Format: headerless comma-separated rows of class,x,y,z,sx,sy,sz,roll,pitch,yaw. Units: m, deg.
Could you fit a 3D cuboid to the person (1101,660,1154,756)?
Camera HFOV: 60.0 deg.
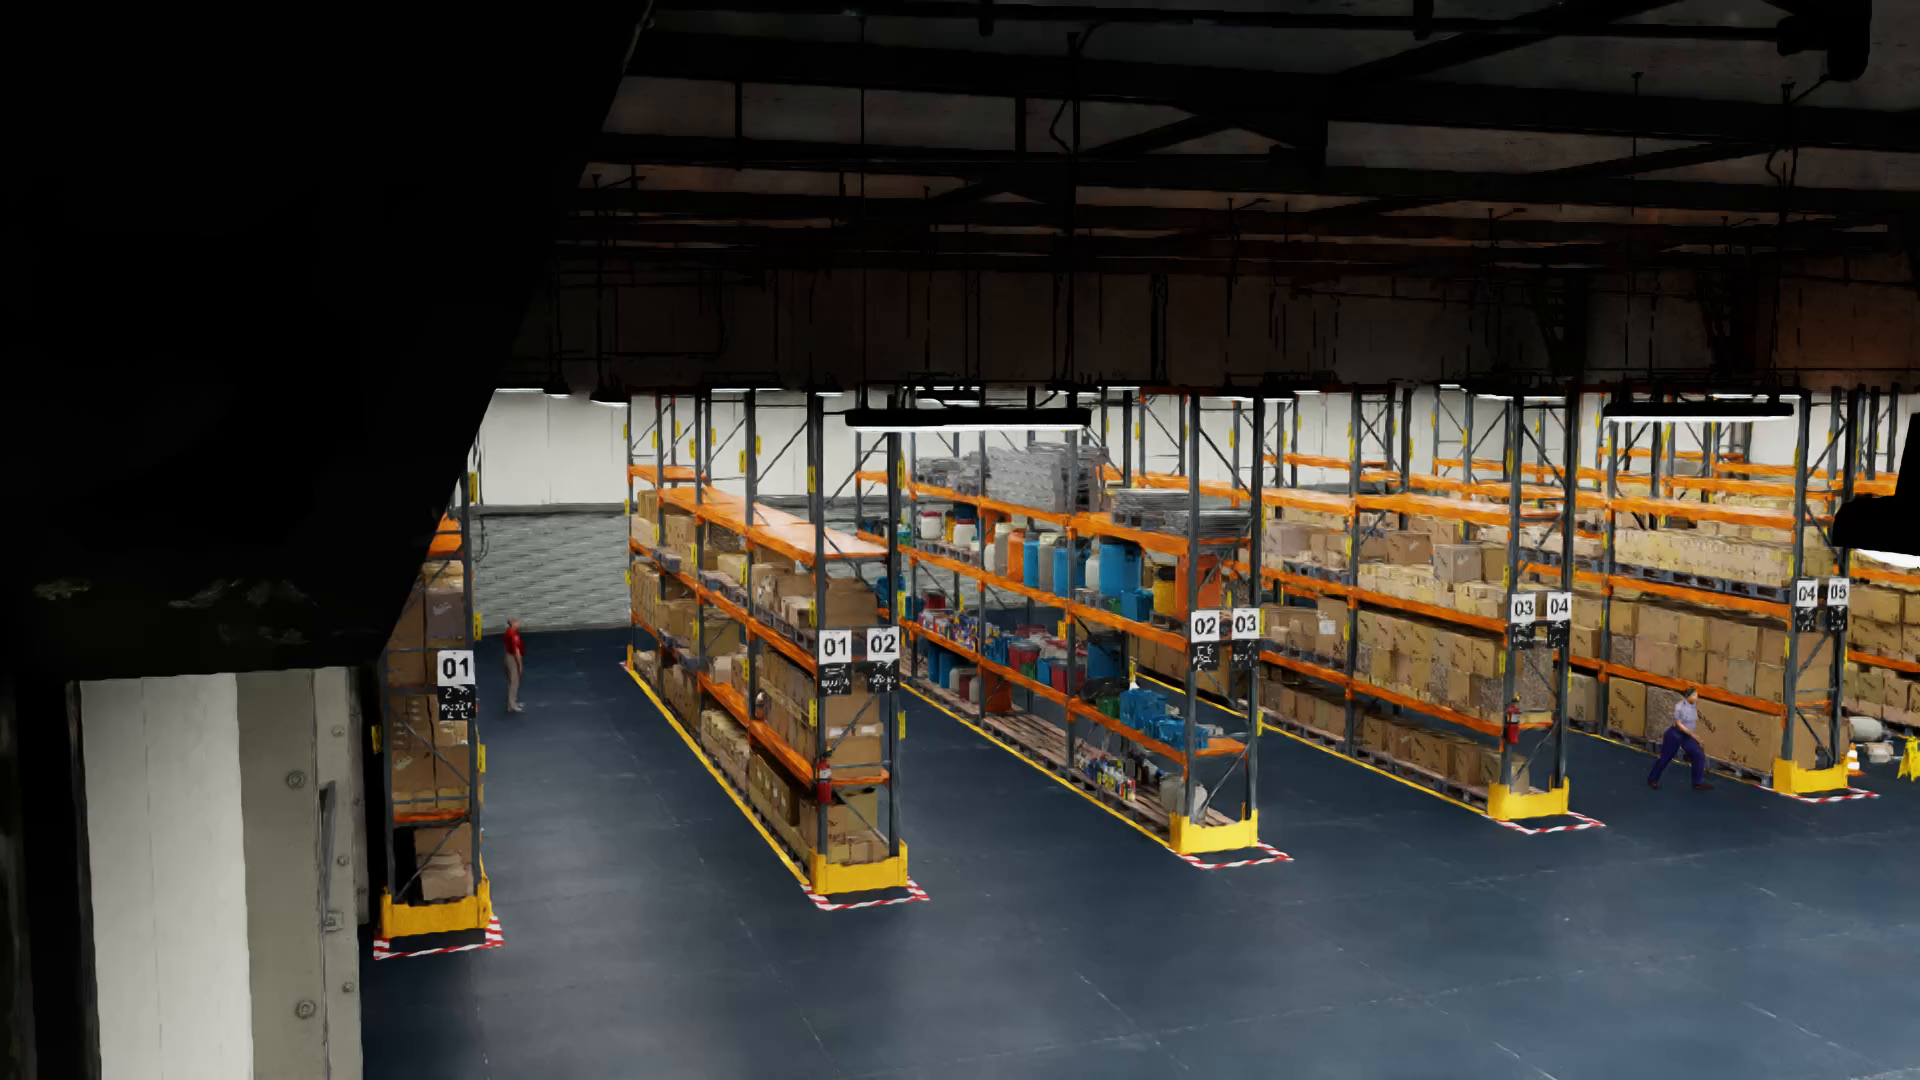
person,2.697,2.733,27.122,0.653,1.604,0.771,-5,8,-40

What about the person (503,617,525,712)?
person,-8.237,2.276,30.789,0.409,1.729,0.642,-4,7,-34

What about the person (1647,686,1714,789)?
person,10.844,2.957,25.023,0.660,1.580,0.811,-4,7,-37
